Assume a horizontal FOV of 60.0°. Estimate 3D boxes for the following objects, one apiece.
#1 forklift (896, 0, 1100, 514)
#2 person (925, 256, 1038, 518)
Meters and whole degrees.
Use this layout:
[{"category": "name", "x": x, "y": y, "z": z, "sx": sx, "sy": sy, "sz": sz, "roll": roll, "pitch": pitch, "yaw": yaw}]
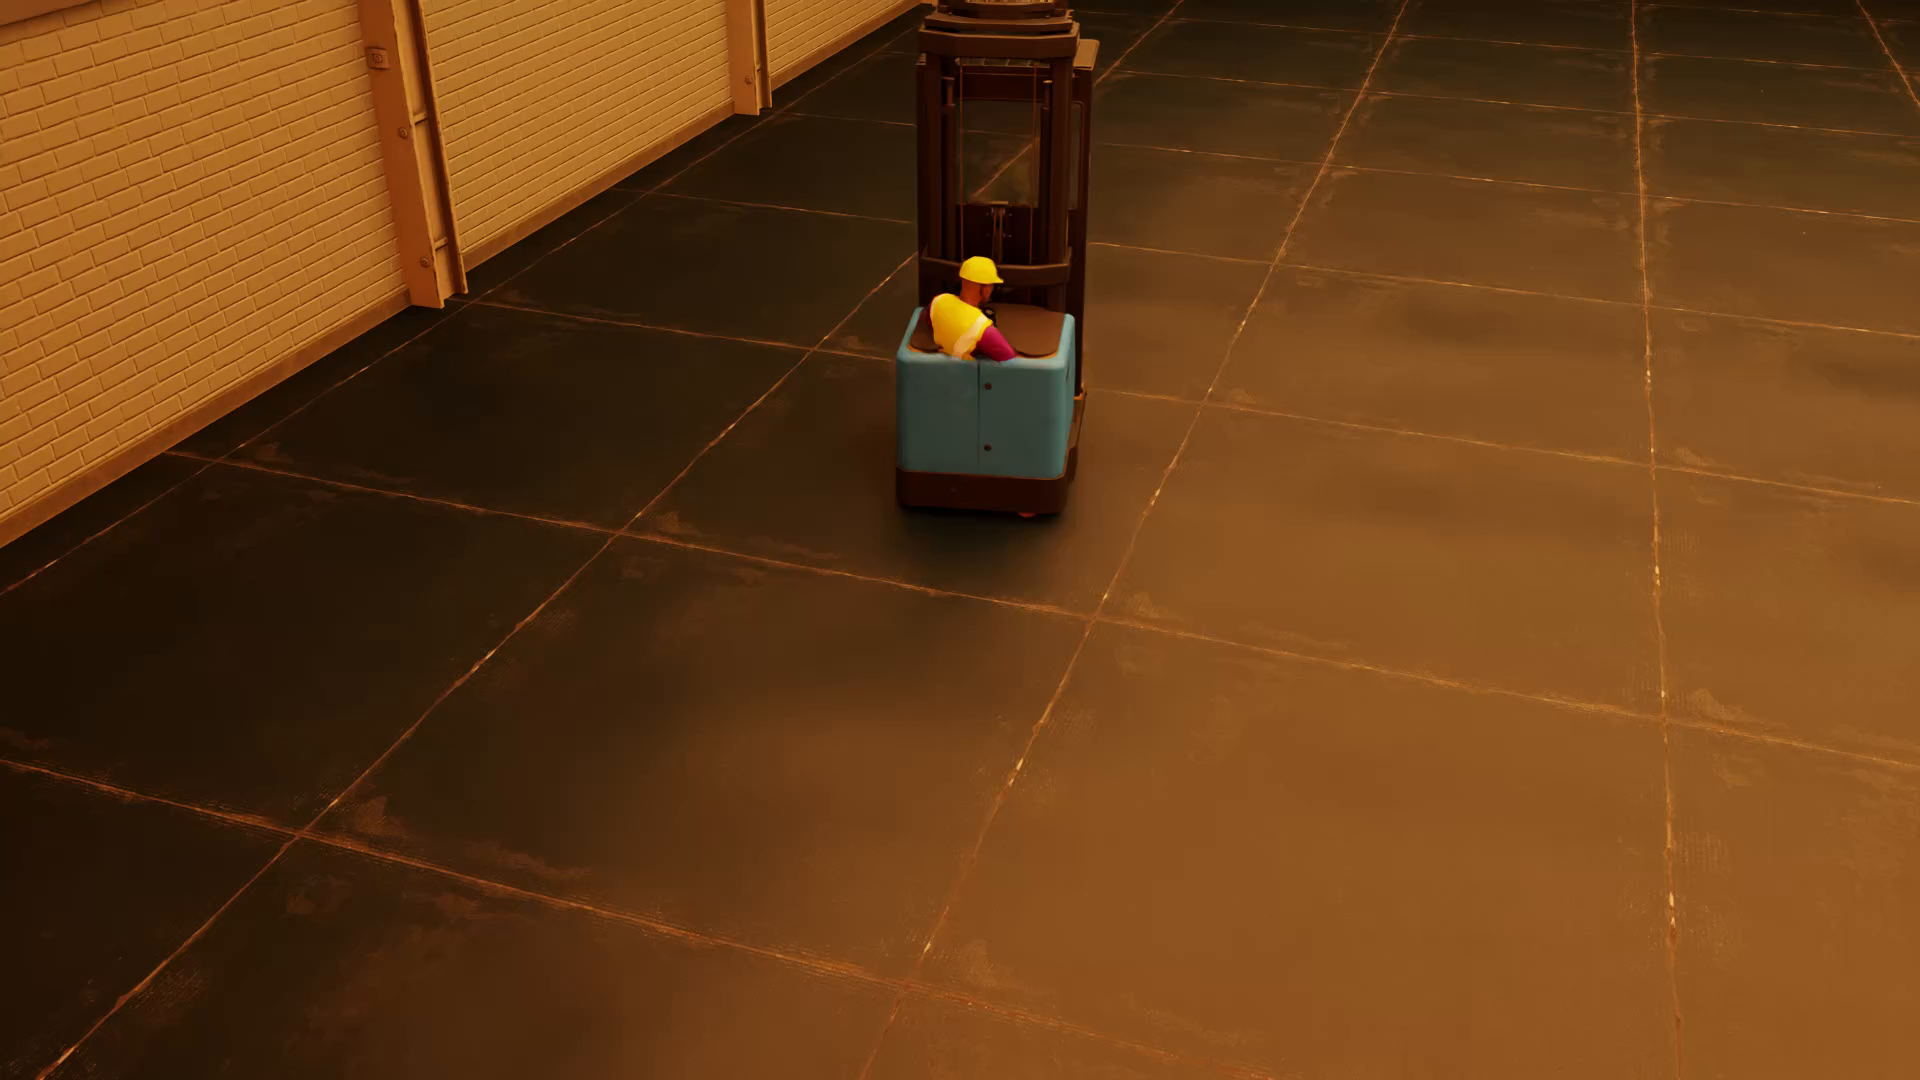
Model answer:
[{"category": "forklift", "x": 0.305, "y": -2.141, "z": 10.893, "sx": 1.130, "sy": 2.935, "sz": 3.031, "roll": 4, "pitch": 30, "yaw": 6}, {"category": "person", "x": 0.148, "y": -1.003, "z": 10.225, "sx": 0.664, "sy": 1.636, "sz": 0.893, "roll": -19, "pitch": 35, "yaw": -29}]
